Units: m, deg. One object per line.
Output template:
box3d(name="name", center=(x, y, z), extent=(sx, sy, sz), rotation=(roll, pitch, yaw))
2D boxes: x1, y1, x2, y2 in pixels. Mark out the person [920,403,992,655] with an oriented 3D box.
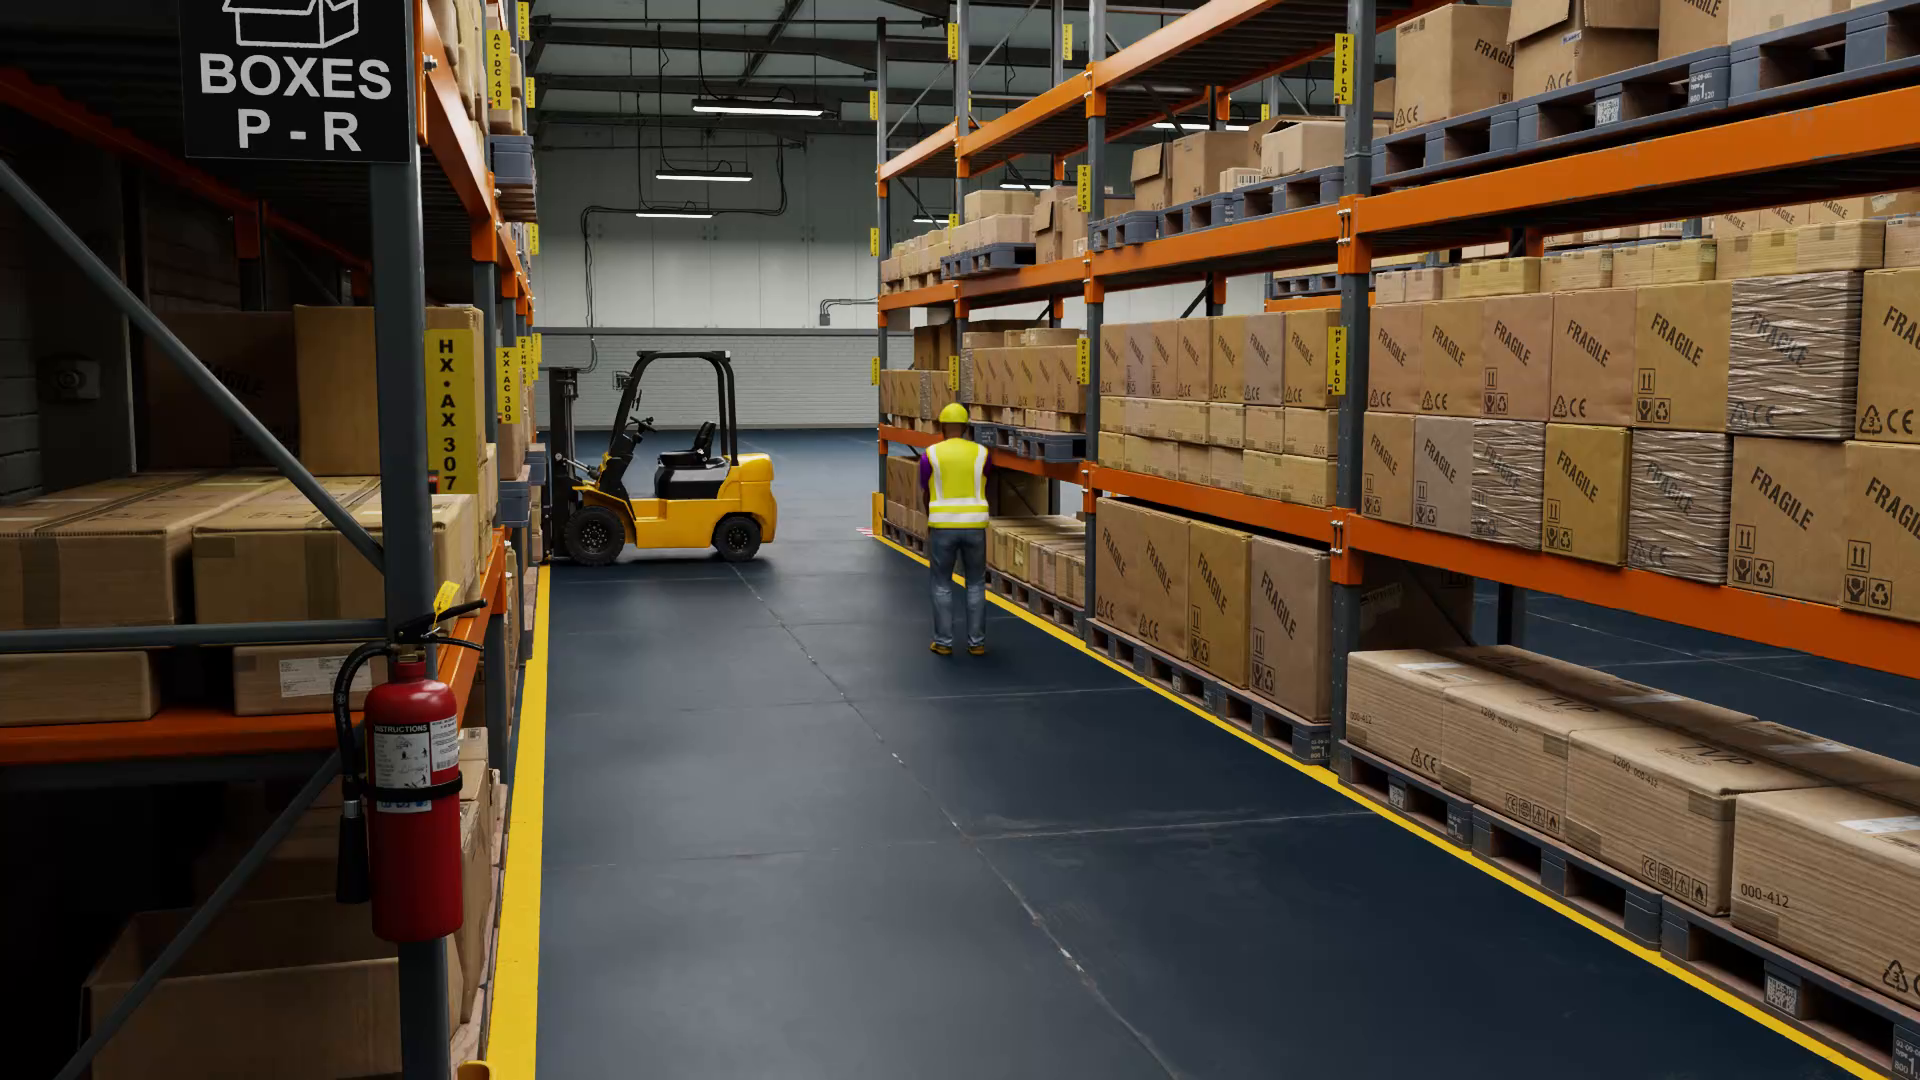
box3d(name="person", center=(-0.041, -0.086, 11.693), extent=(0.505, 1.756, 0.577), rotation=(-1, 6, -9))
